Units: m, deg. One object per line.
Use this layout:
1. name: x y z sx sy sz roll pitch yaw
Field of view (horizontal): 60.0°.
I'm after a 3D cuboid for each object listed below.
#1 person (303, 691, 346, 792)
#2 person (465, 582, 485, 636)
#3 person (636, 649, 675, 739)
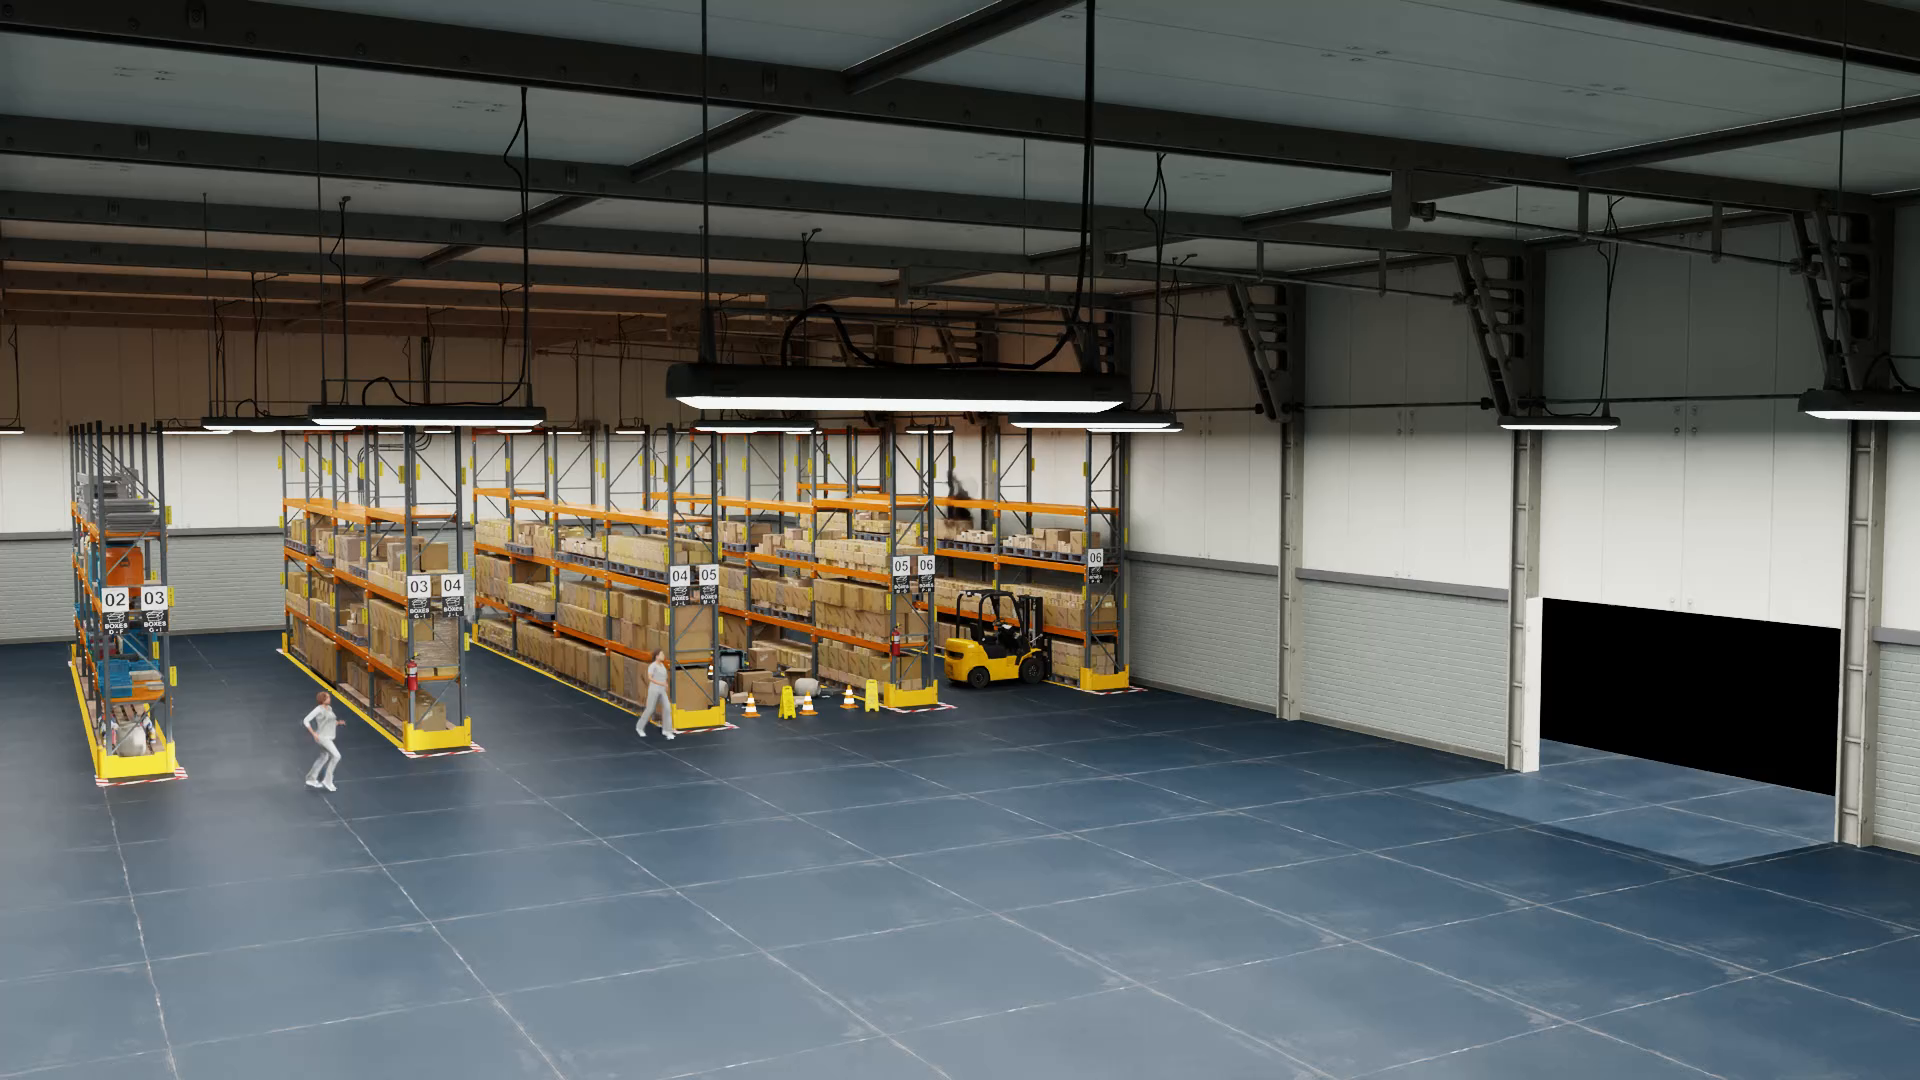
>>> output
1. person: -10.276 3.256 26.923 0.686 1.623 0.509 0 4 -1
2. person: -13.887 1.982 47.627 0.507 1.605 0.660 -3 5 -43
3. person: -5.748 2.912 31.710 0.859 1.689 0.607 2 4 26
